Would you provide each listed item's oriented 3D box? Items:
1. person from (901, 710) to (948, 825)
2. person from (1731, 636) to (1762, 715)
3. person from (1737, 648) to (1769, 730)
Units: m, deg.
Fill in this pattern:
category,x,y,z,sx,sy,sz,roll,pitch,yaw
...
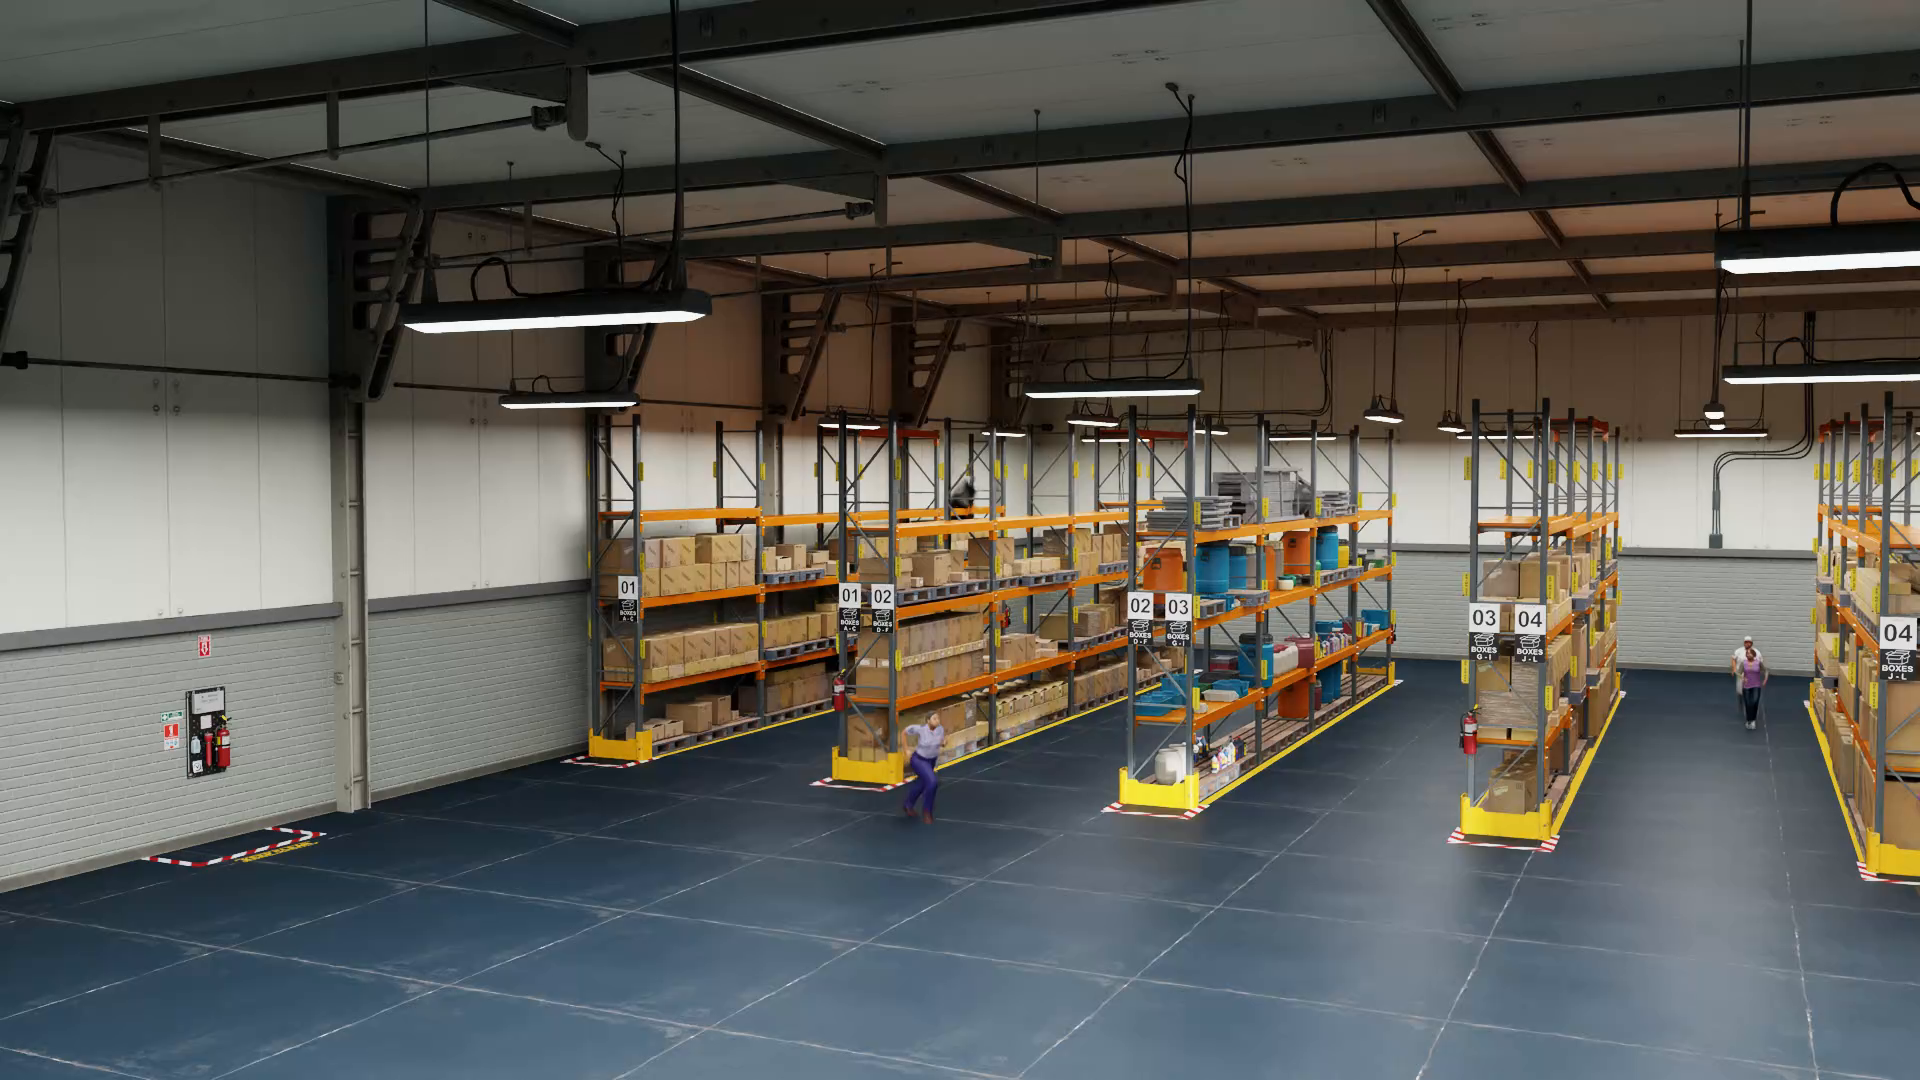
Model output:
category,x,y,z,sx,sy,sz,roll,pitch,yaw
person,-0.530,3.225,23.762,0.902,1.633,0.597,2,3,43
person,16.108,2.790,34.064,0.598,1.629,0.552,1,3,29
person,15.382,2.897,32.294,0.548,1.572,0.661,1,3,31
